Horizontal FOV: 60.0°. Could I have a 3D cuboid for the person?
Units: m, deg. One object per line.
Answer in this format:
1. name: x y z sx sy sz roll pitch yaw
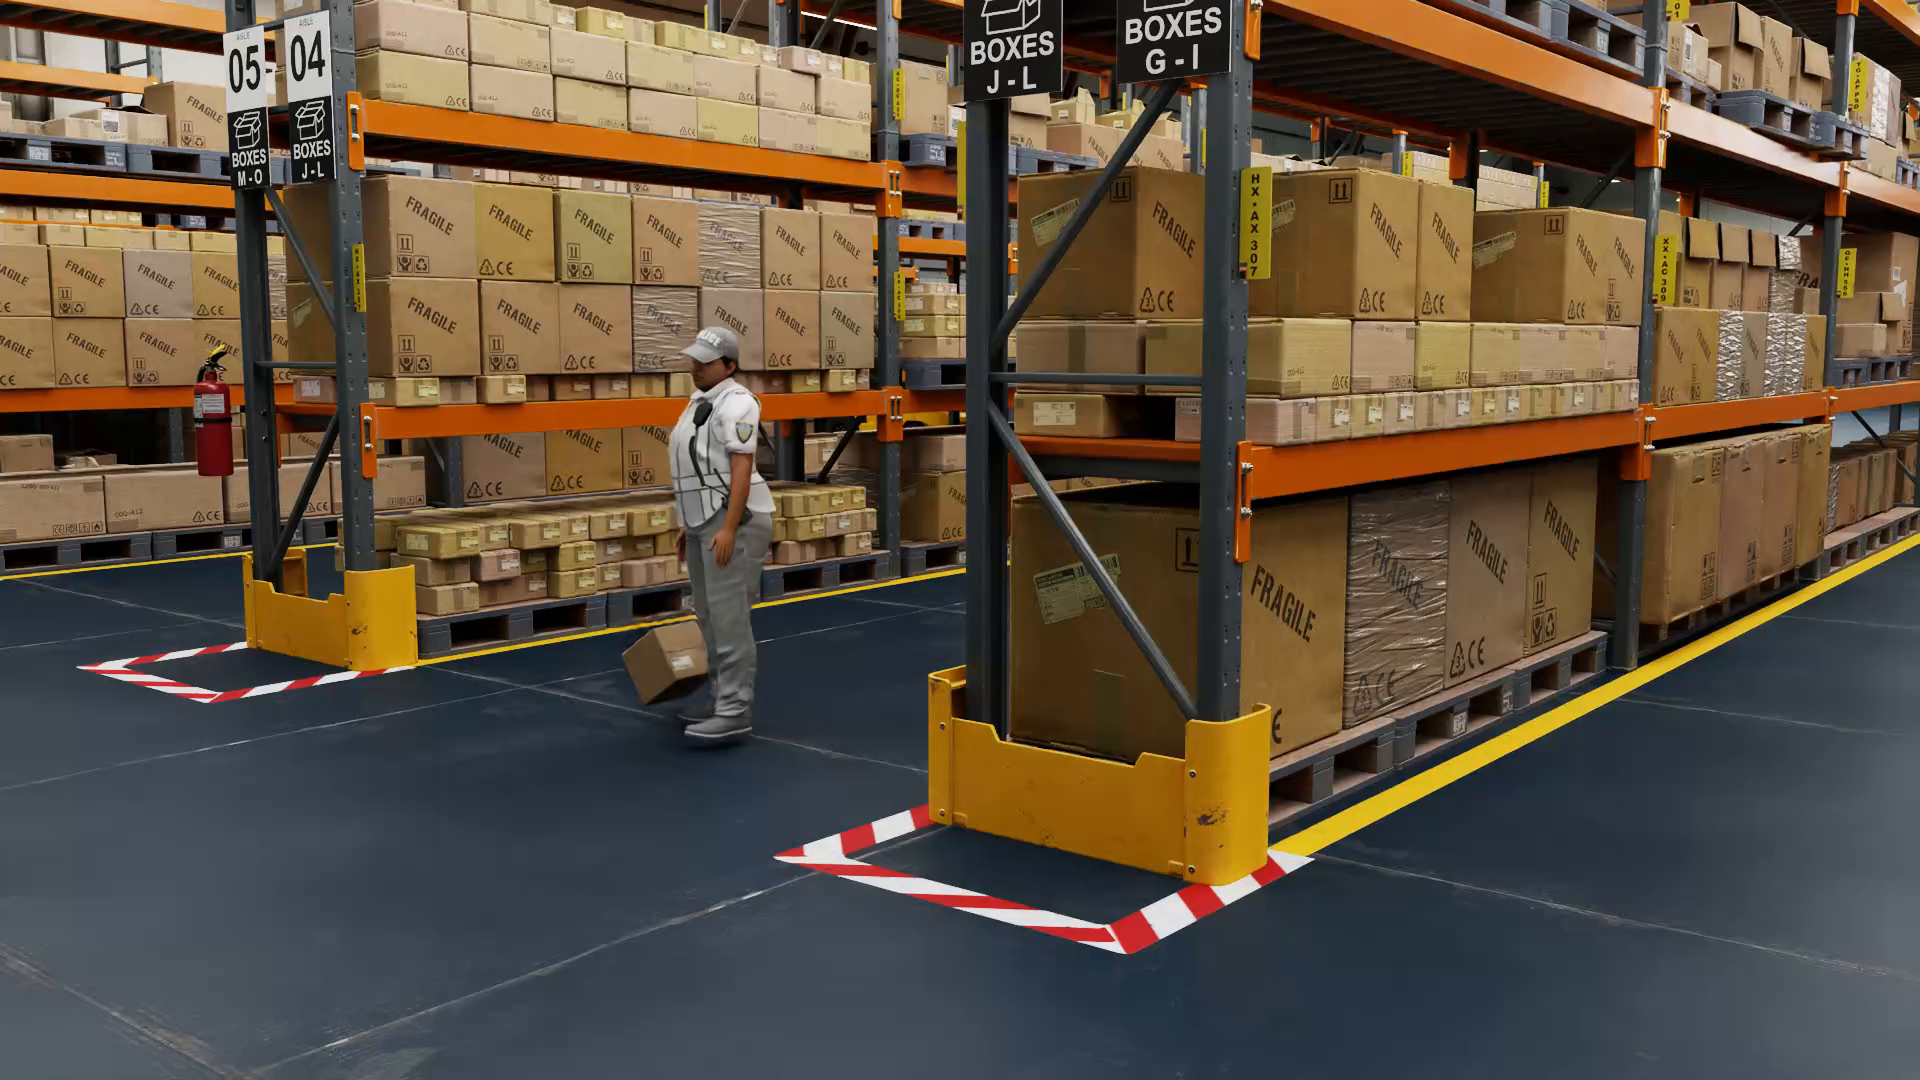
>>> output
1. person: -1.012 -0.035 6.833 0.445 1.673 0.578 -4 8 -30
